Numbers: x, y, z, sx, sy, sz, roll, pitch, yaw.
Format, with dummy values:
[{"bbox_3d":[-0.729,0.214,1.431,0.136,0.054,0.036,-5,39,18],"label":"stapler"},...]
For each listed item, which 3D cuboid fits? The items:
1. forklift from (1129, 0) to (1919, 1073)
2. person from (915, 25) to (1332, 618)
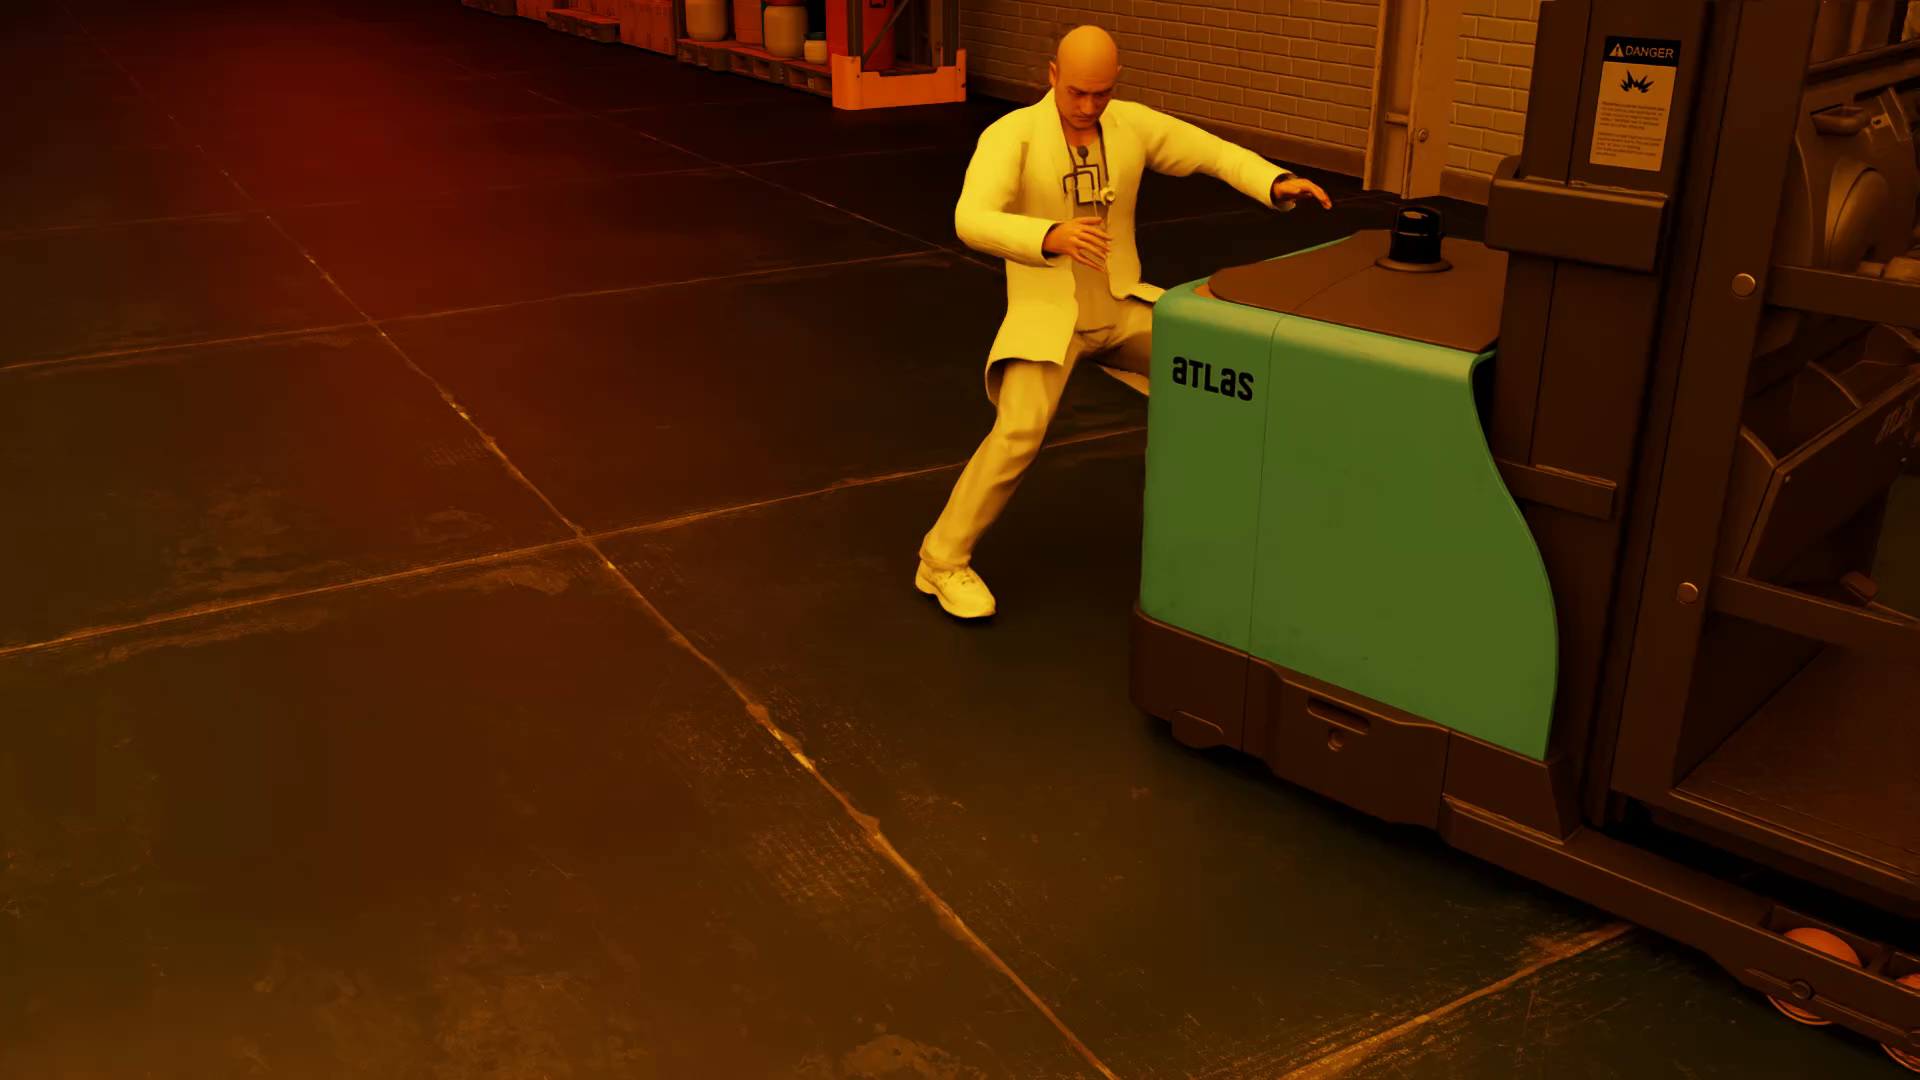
[{"bbox_3d":[1.822,-0.655,2.870,3.031,2.935,1.130,20,30,40],"label":"forklift"},{"bbox_3d":[0.433,-0.639,4.676,1.178,1.528,0.740,-7,23,-16],"label":"person"}]
